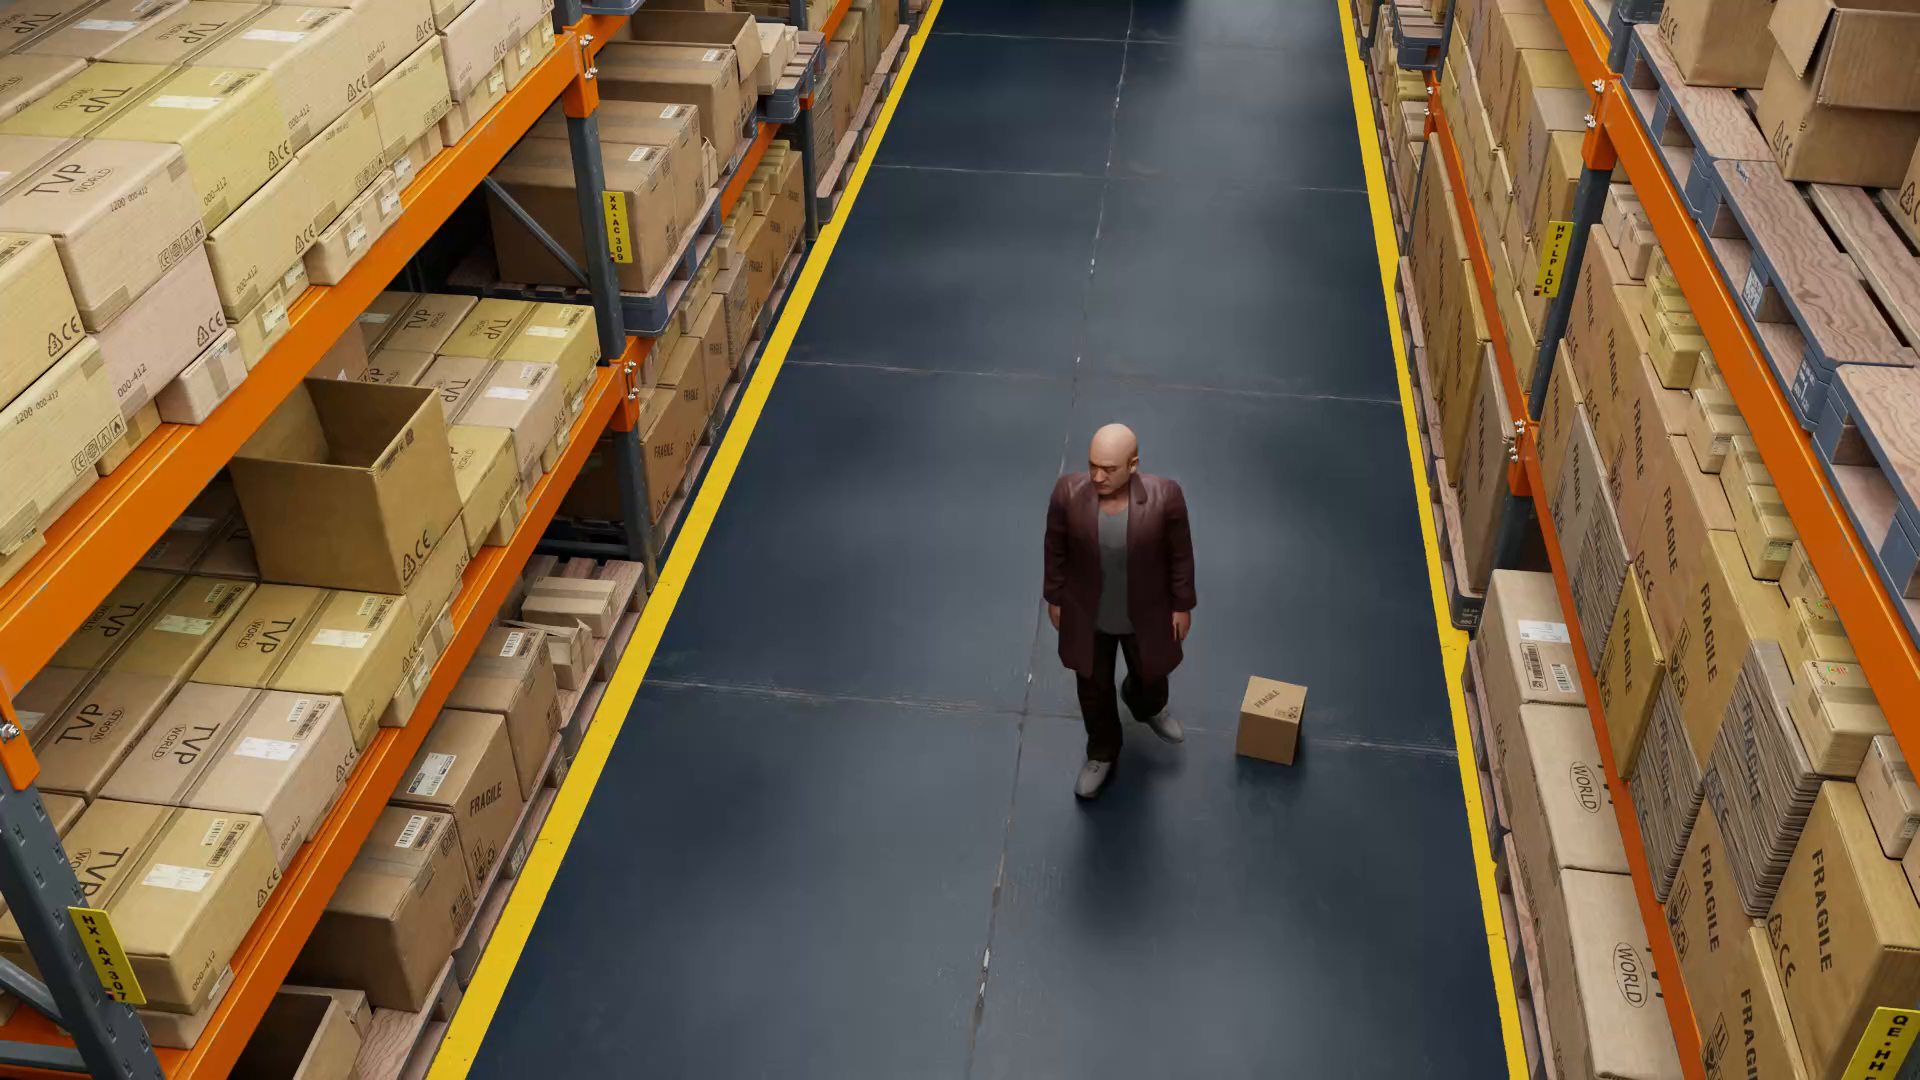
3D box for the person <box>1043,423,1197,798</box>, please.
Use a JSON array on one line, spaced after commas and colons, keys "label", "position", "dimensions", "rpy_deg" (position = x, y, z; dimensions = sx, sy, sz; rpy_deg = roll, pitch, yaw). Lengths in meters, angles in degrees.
[{"label": "person", "position": [0.650, 0.231, 6.729], "dimensions": [0.629, 1.771, 0.592], "rpy_deg": [6, 36, 9]}]
